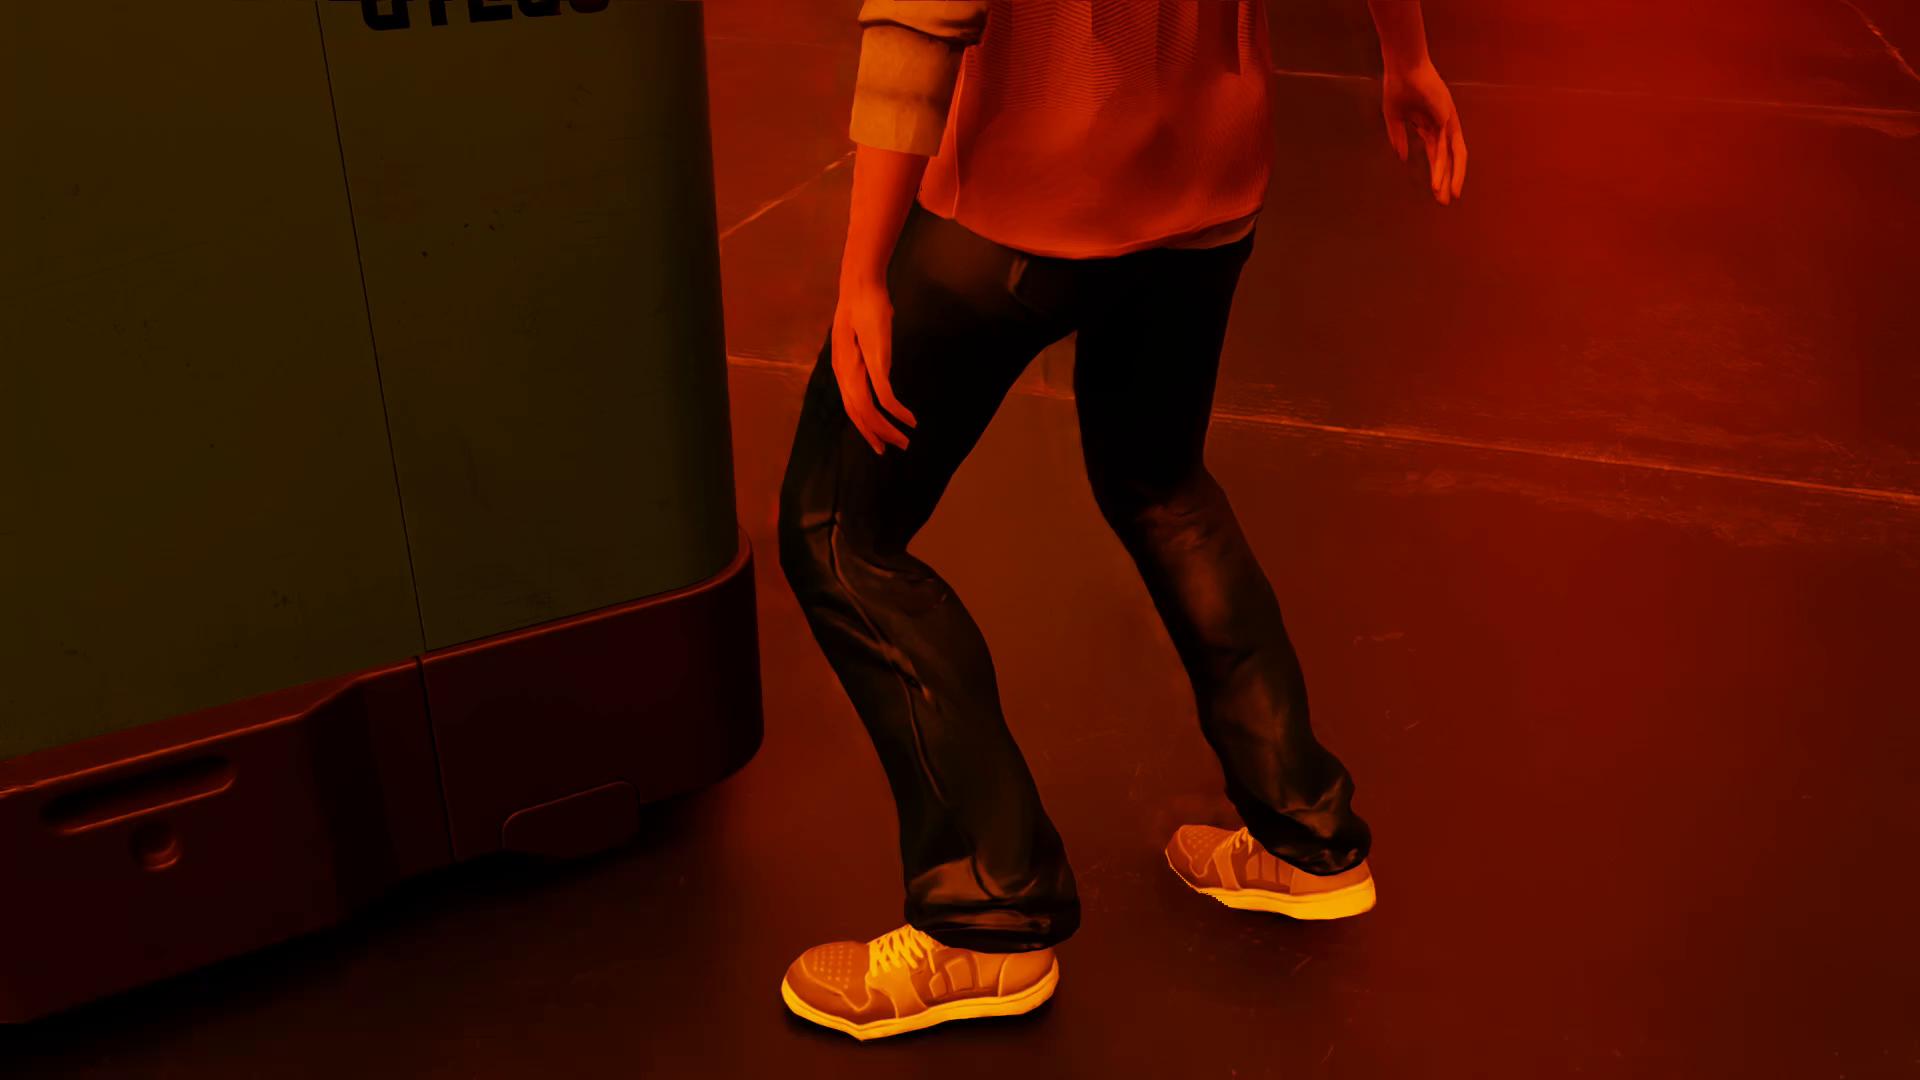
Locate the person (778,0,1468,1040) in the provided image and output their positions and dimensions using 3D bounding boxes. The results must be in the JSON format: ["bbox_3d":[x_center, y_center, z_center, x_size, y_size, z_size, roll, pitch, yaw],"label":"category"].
[{"bbox_3d":[0.174,-0.288,1.417,0.747,1.553,0.440,-21,33,-34],"label":"person"}]

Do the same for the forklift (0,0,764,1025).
[{"bbox_3d":[-1.760,-0.862,0.964,3.031,2.935,1.130,-15,30,-26],"label":"forklift"}]
